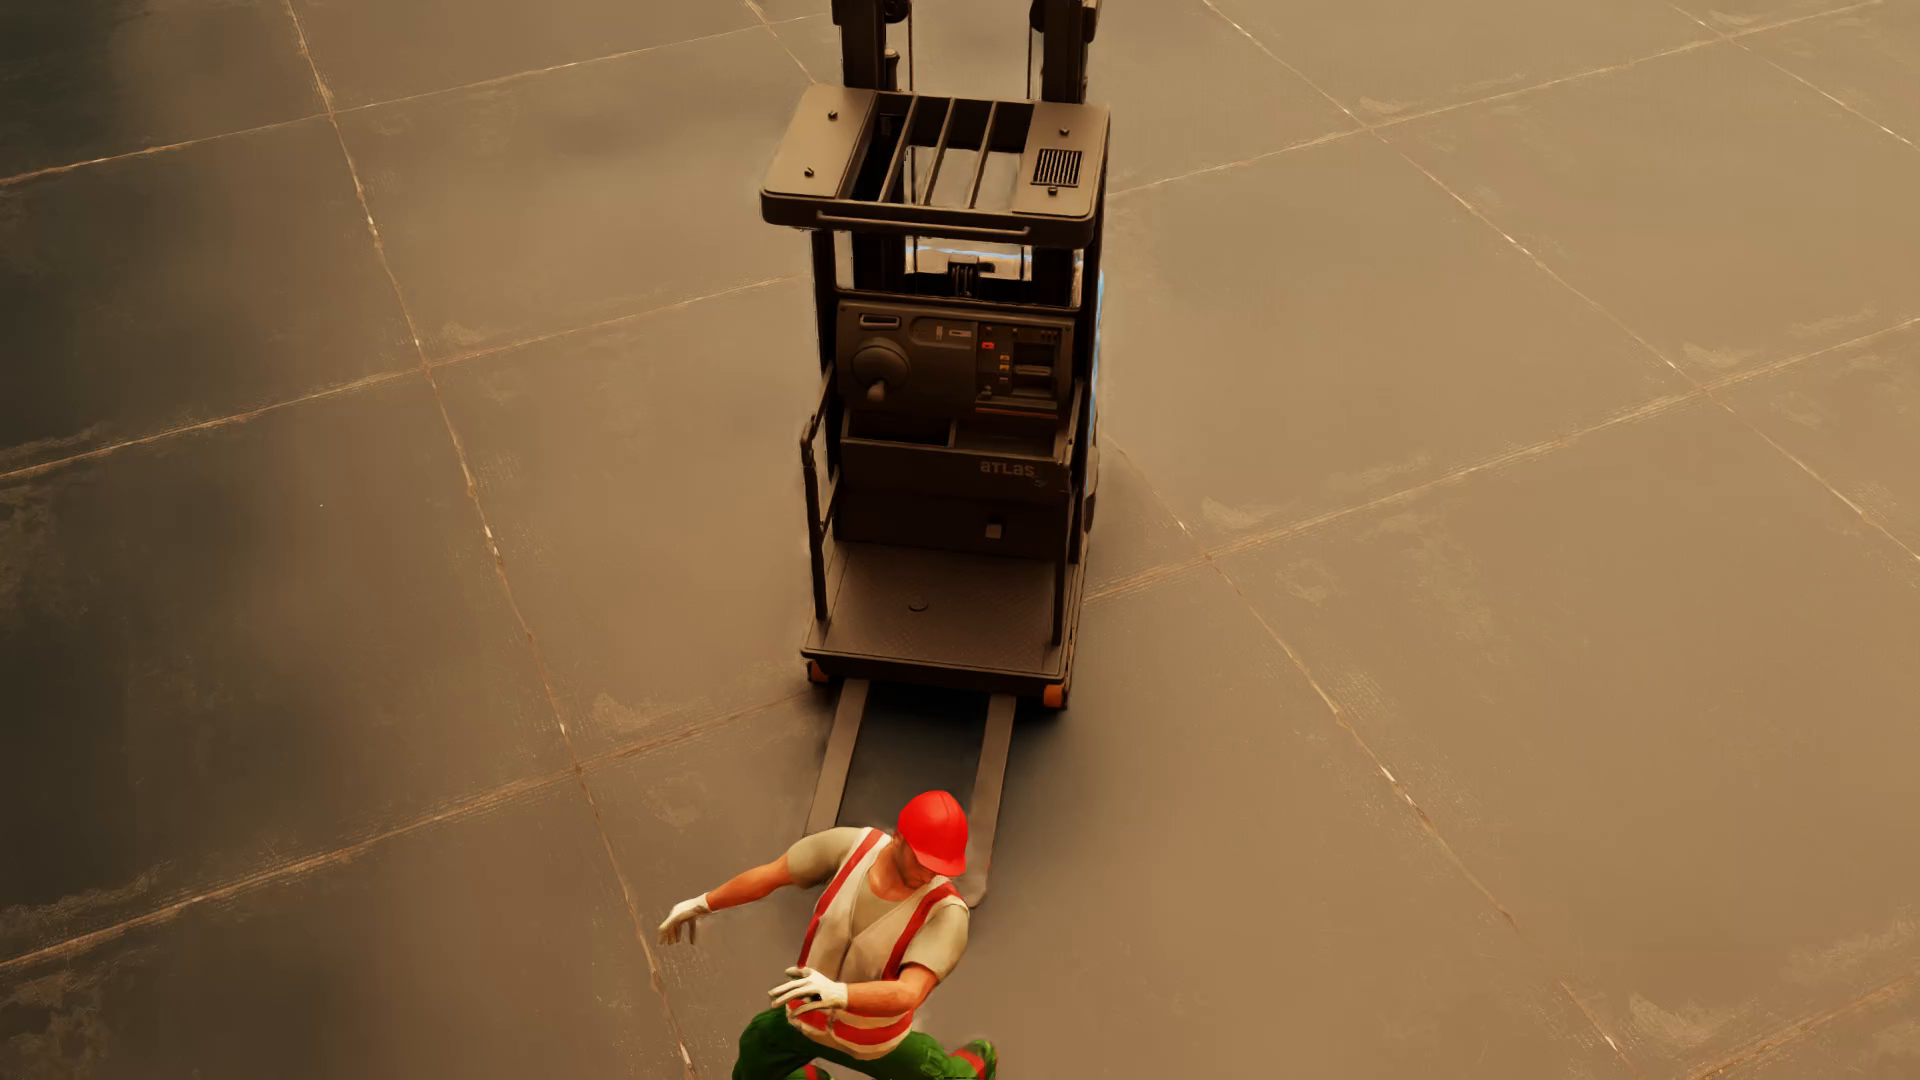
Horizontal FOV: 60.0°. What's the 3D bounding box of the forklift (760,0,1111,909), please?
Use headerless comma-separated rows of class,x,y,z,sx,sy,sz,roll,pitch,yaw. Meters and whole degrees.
forklift,-0.053,-0.621,6.346,1.130,2.935,3.031,6,43,6

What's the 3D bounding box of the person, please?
person,-0.441,1.419,5.139,0.997,1.557,0.808,14,45,14
